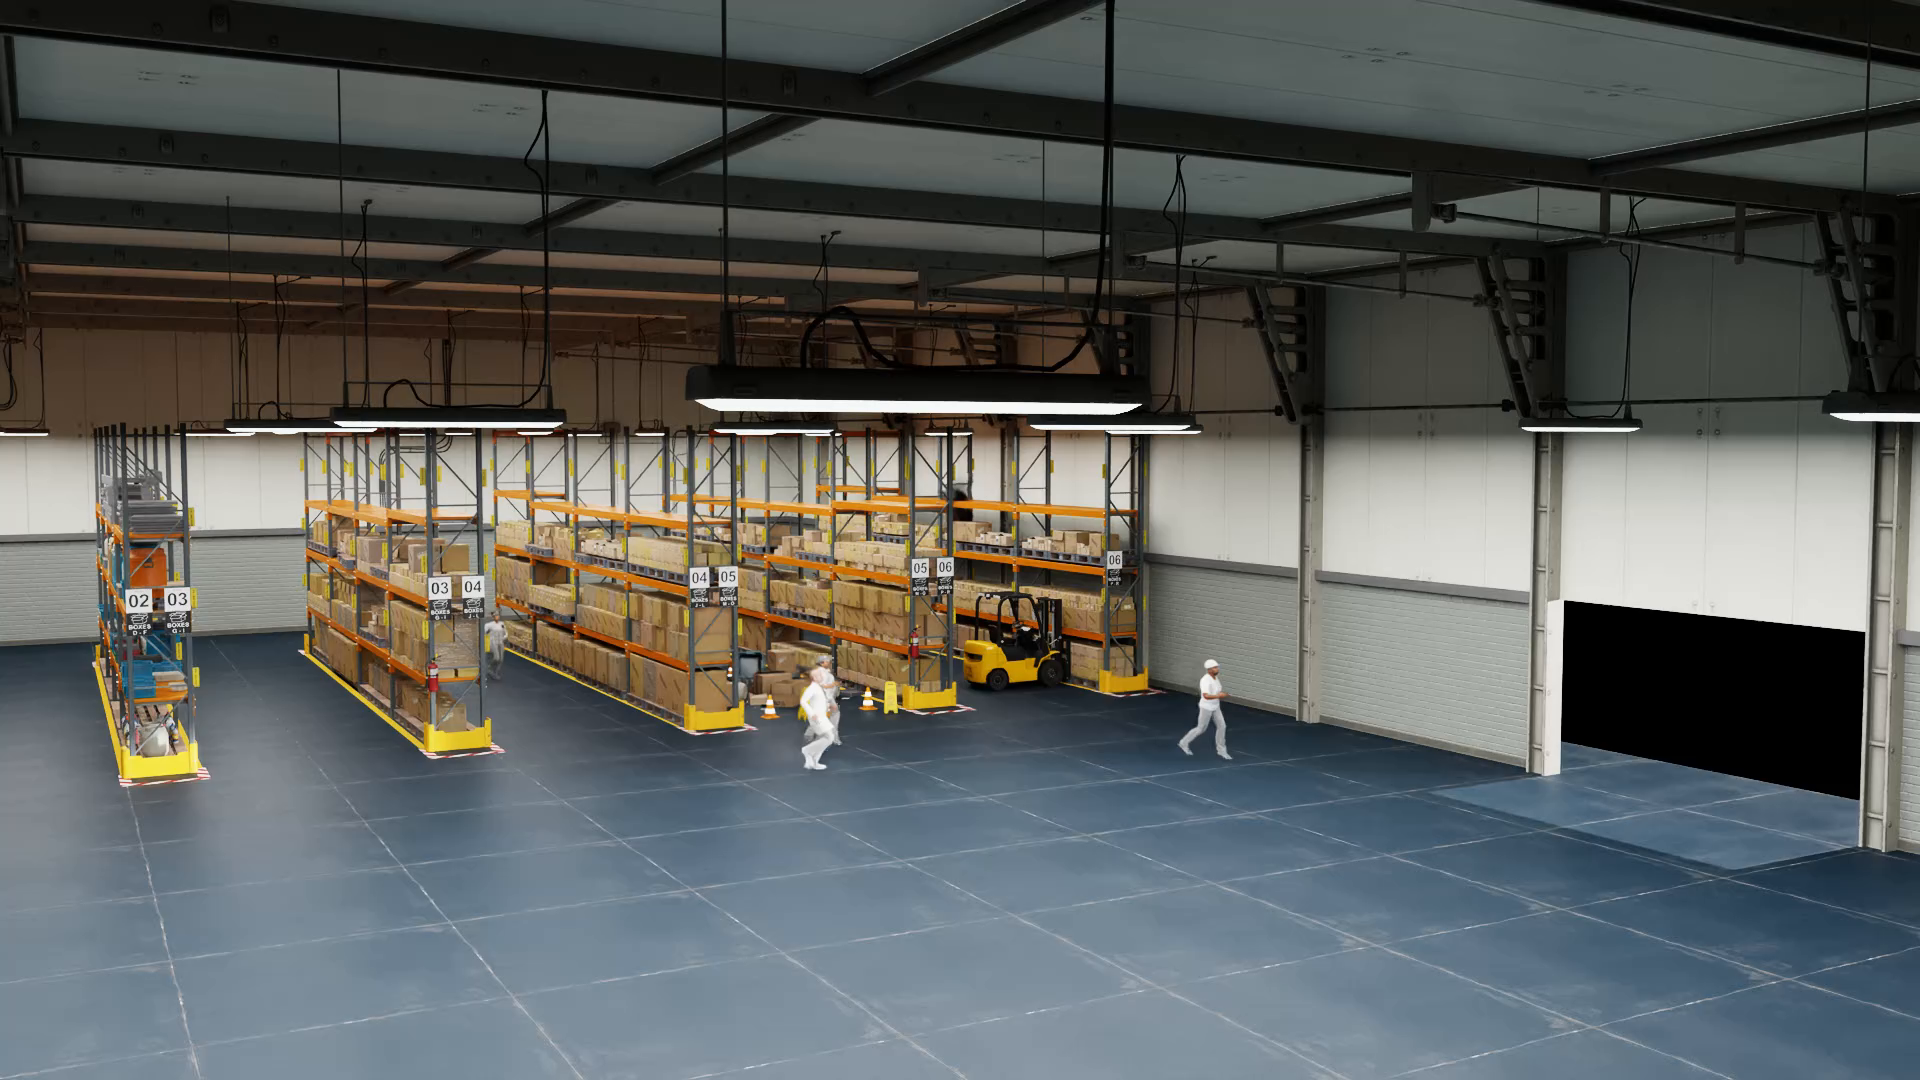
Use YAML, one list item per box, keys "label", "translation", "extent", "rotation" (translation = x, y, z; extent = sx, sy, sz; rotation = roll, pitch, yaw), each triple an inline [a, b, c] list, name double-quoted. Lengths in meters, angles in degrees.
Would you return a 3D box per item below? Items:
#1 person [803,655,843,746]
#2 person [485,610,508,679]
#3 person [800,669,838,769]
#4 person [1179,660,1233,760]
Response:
- label: "person"
  translation: [-2.560, 3.006, 31.086]
  extent: [0.735, 1.722, 0.588]
  rotation: [1, 4, 12]
- label: "person"
  translation: [-11.019, 2.491, 39.573]
  extent: [0.593, 1.656, 0.559]
  rotation: [-3, 5, -41]
- label: "person"
  translation: [-2.418, 3.108, 28.792]
  extent: [0.623, 1.736, 0.703]
  rotation: [0, 3, 6]
- label: "person"
  translation: [4.426, 3.032, 29.813]
  extent: [0.948, 1.801, 0.712]
  rotation: [2, 4, 30]
